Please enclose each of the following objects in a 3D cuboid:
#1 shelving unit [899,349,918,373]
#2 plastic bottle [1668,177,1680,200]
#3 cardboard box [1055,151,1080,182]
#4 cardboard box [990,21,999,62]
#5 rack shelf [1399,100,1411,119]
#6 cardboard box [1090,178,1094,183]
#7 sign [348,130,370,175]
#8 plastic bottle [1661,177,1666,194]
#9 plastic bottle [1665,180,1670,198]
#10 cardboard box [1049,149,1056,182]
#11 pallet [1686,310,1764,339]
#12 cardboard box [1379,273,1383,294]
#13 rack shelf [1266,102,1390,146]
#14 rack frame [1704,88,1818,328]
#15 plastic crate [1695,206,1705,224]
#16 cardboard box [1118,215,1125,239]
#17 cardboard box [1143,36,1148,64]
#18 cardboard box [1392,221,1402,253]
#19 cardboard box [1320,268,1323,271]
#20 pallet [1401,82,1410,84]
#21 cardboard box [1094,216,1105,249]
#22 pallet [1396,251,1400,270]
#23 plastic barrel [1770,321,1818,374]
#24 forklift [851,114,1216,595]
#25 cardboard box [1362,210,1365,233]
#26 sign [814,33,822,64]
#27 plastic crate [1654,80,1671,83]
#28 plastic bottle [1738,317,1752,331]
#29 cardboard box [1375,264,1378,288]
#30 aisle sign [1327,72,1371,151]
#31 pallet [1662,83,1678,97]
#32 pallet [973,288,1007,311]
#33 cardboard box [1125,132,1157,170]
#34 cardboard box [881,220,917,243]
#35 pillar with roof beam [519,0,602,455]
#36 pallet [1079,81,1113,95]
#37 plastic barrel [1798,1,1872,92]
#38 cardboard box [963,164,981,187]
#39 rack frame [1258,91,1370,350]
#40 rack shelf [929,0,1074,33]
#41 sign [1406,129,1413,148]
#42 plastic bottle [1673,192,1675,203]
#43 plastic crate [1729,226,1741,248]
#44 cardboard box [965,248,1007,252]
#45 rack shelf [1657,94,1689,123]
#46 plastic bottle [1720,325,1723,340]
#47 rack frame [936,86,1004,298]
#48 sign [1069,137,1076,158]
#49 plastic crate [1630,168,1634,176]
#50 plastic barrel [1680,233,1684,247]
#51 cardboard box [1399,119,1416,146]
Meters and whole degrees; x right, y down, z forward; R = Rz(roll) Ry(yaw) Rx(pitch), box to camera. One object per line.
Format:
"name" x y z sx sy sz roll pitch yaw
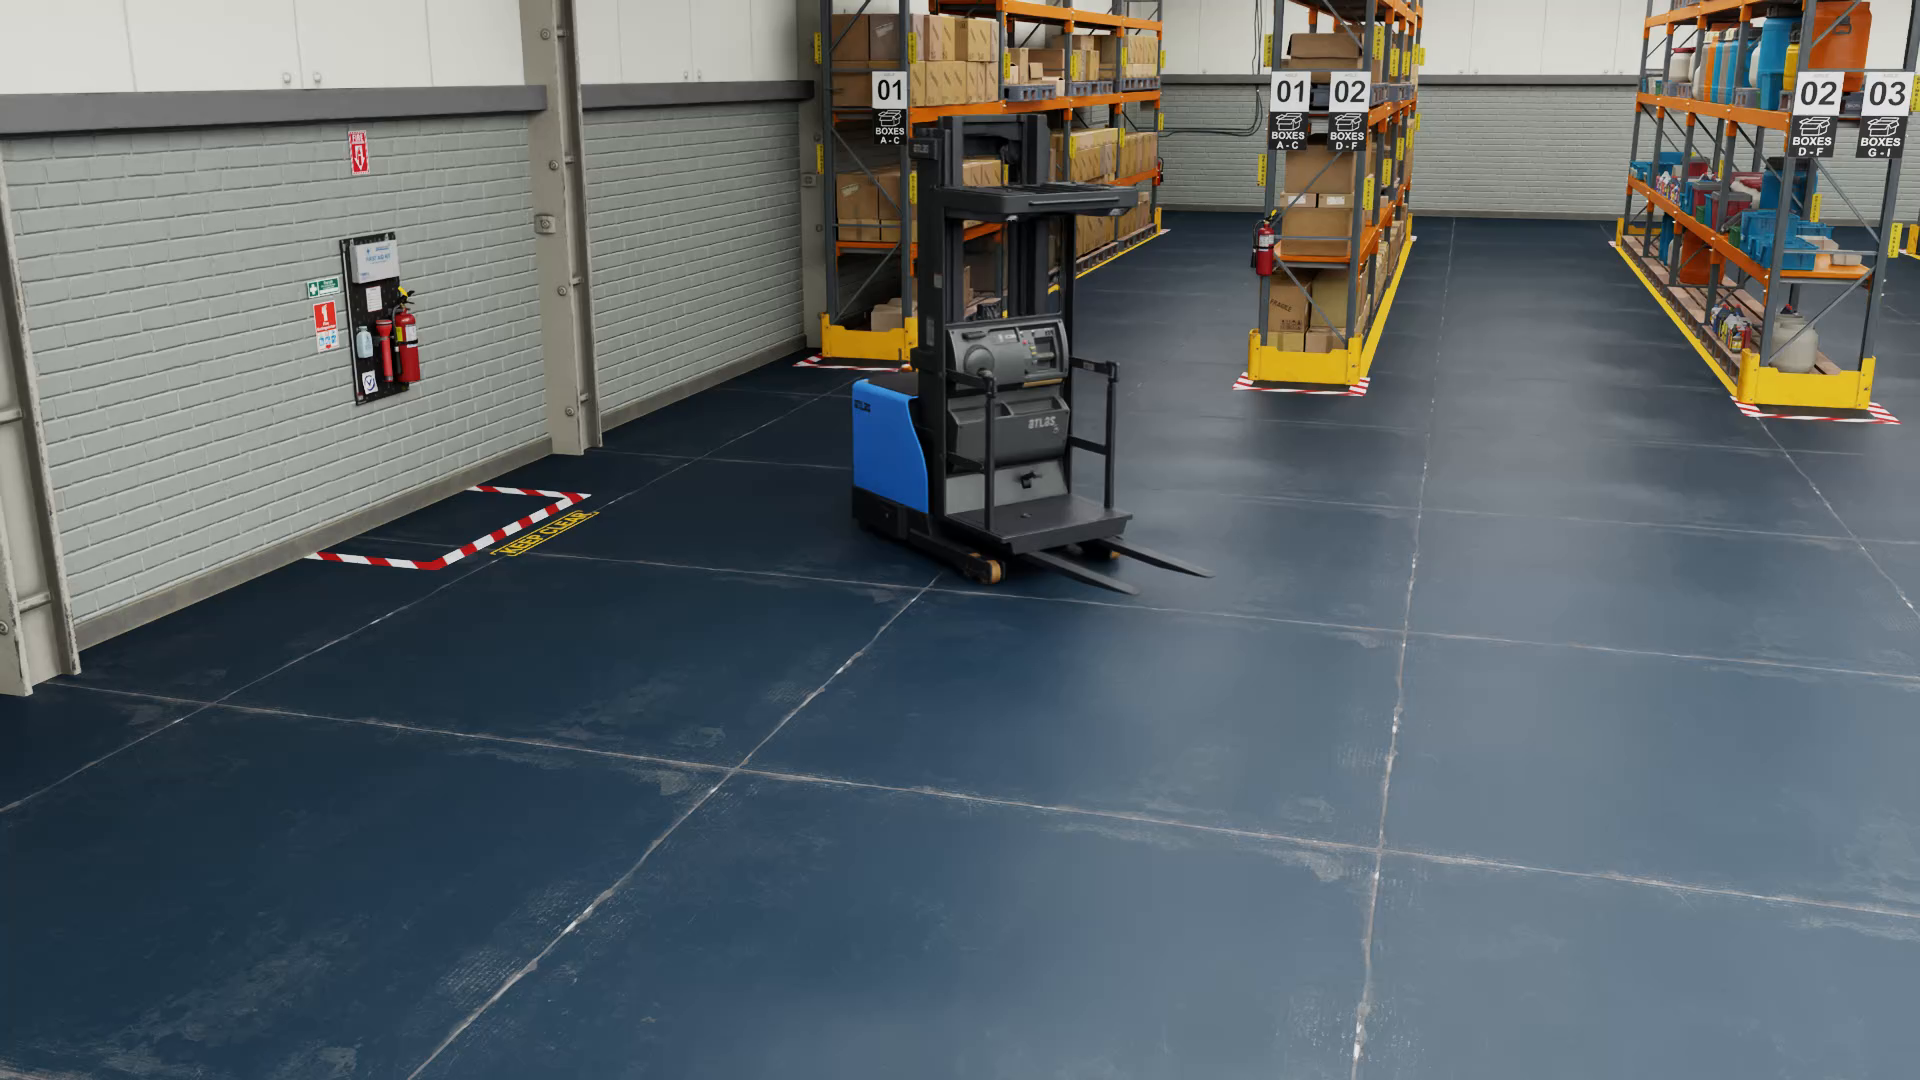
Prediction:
"shelving unit" -0.178 -0.868 12.678 0.503 1.200 0.258 -9 17 -29
"plastic bottle" 10.844 -5.338 25.241 0.144 0.351 0.185 5 16 16
"cardboard box" 1.613 -5.961 26.585 0.500 0.500 0.500 5 17 18
"cardboard box" 0.210 -6.437 21.476 0.500 0.500 0.500 3 16 11
"rack shelf" 6.548 -6.890 26.446 1.077 0.370 4.000 5 16 16
"cardboard box" 2.052 -6.081 28.194 0.380 0.149 0.250 5 17 18
"sign" -4.216 -2.718 11.667 0.001 0.298 0.199 5 16 16
"plastic bottle" 11.099 -5.580 26.220 0.061 0.283 0.133 5 16 16
"plastic bottle" 10.952 -5.421 25.682 0.097 0.271 0.097 0 16 0
"cardboard box" 1.106 -5.789 25.754 0.700 0.500 0.500 3 16 9
"pallet" 9.777 -2.705 20.981 1.003 0.211 1.213 5 16 16
"cardboard box" 5.632 -3.592 23.264 0.500 0.250 0.500 5 17 17
"rack shelf" 4.275 -4.797 19.067 1.077 0.370 4.000 5 16 16
"rack frame" 9.591 -3.839 19.866 1.000 3.000 0.127 5 16 16
"plastic crate" 9.816 -4.214 21.578 0.450 0.188 0.662 5 16 16
"cardboard box" 2.677 -5.887 30.899 0.700 0.500 0.500 5 17 17
"cardboard box" 3.264 -9.248 31.389 0.500 0.500 0.500 4 16 13
"cardboard box" 7.251 -5.174 28.350 0.500 0.500 0.500 5 16 16
"cardboard box" 4.127 -3.105 20.174 0.500 0.500 0.500 5 16 16
"pallet" 6.572 -7.233 26.679 1.213 0.211 1.003 5 16 16
"cardboard box" 2.056 -5.455 28.734 0.750 0.750 0.750 5 17 18
"pallet" 6.922 -4.759 28.222 1.003 0.211 1.213 5 16 16
"plastic barrel" 8.568 -1.975 17.086 0.421 0.512 0.421 0 16 0
"forklift" 0.450 -1.266 10.922 1.130 2.935 3.031 -10 19 -33
"cardboard box" 4.580 -4.017 20.310 0.700 0.500 0.500 4 16 15
"sign" -1.570 -5.478 18.525 0.100 0.325 0.005 5 16 16
"plastic crate" 11.818 -7.557 27.785 0.416 0.233 0.300 5 16 16
"plastic bottle" 8.939 -2.395 18.963 0.152 0.276 0.135 5 16 16
"cardboard box" 5.200 -3.461 21.778 0.500 0.311 0.500 5 16 16
"aisle sign" 3.982 -4.387 17.035 0.394 0.787 0.004 5 16 16
"pallet" 11.736 -7.071 26.111 1.213 0.211 1.003 5 16 16
"pallet" 0.313 -3.469 23.673 1.003 0.211 1.213 5 16 16
"cardboard box" 3.368 -7.756 33.129 0.980 0.700 0.700 5 17 18
"cardboard box" -0.601 -3.601 19.266 0.500 0.250 0.500 4 16 14
"pillar with roof beam" 0.748 -4.793 12.237 9.100 9.000 0.400 5 16 16
"pallet" 2.153 -7.807 28.711 0.805 0.209 1.217 4 16 14
"plastic barrel" 8.471 -4.781 16.134 0.600 0.830 0.708 5 16 16
"cardboard box" -0.035 -4.495 21.045 0.500 0.500 0.500 4 16 14
"rack frame" 3.707 -3.177 17.534 1.000 3.000 0.127 5 16 16
"rack shelf" 0.661 -7.478 23.753 1.077 0.370 4.000 5 16 16
"sign" 7.650 -6.832 28.296 0.100 0.325 0.005 5 16 16
"plastic bottle" 10.633 -5.094 24.656 0.097 0.201 0.097 0 16 0
"plastic crate" 8.935 -3.403 18.720 0.450 0.188 0.662 5 16 16
"cardboard box" 0.385 -3.949 24.029 0.700 0.500 0.500 4 16 15
"rack shelf" 11.296 -6.505 25.089 1.077 0.370 4.000 5 16 16
"plastic bottle" 8.808 -2.403 19.127 0.097 0.201 0.097 0 16 0
"rack frame" 0.093 -4.607 22.574 1.000 3.000 0.127 5 16 16
"sign" 1.753 -6.133 25.977 0.100 0.325 0.005 5 16 16
"plastic crate" 12.445 -6.763 30.551 0.250 0.136 0.298 5 16 16
"plastic barrel" 11.172 -4.352 25.324 0.600 0.588 0.708 5 16 16
"cardboard box" 8.391 -7.754 31.656 0.500 0.500 0.500 4 16 15
